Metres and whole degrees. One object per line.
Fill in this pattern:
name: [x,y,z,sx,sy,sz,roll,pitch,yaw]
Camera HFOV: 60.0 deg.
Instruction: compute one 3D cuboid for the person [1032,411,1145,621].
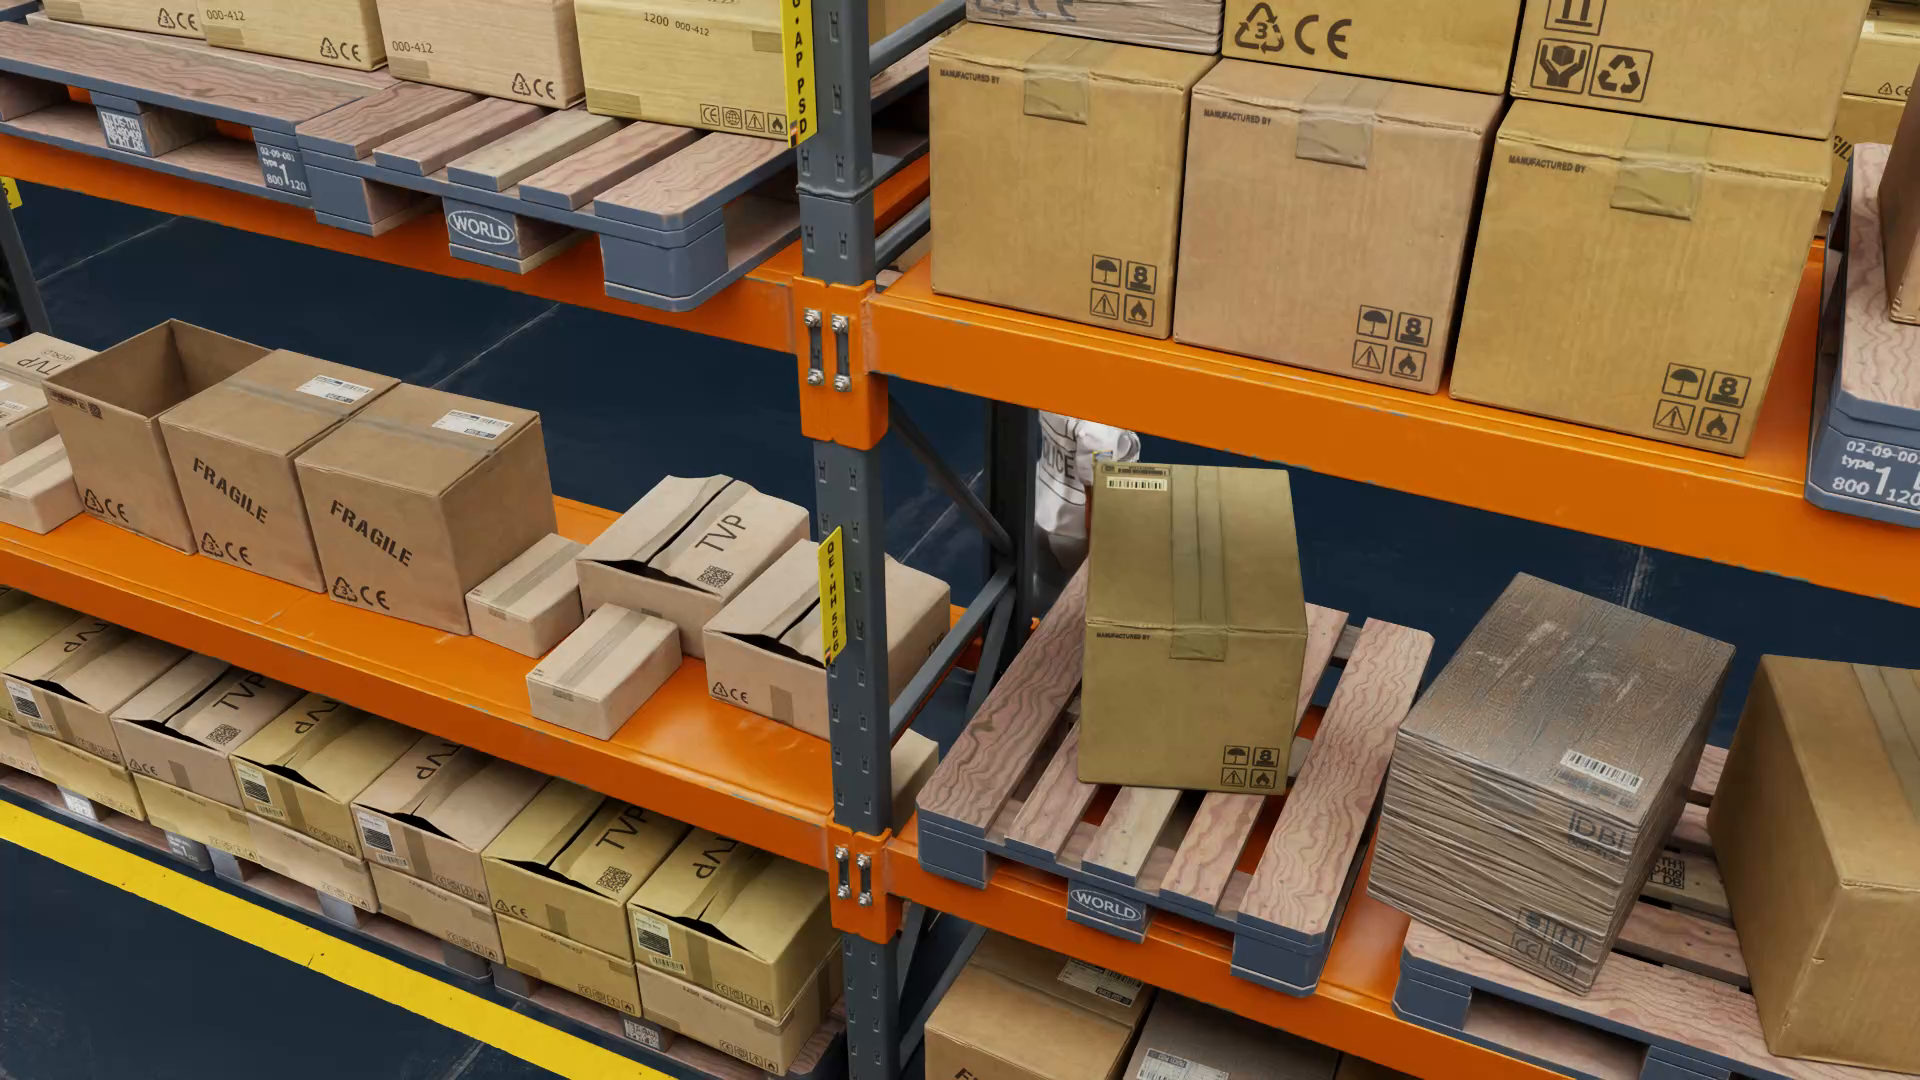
person: [0.412,-0.081,6.262,0.656,1.644,0.549,-15,37,-21]
